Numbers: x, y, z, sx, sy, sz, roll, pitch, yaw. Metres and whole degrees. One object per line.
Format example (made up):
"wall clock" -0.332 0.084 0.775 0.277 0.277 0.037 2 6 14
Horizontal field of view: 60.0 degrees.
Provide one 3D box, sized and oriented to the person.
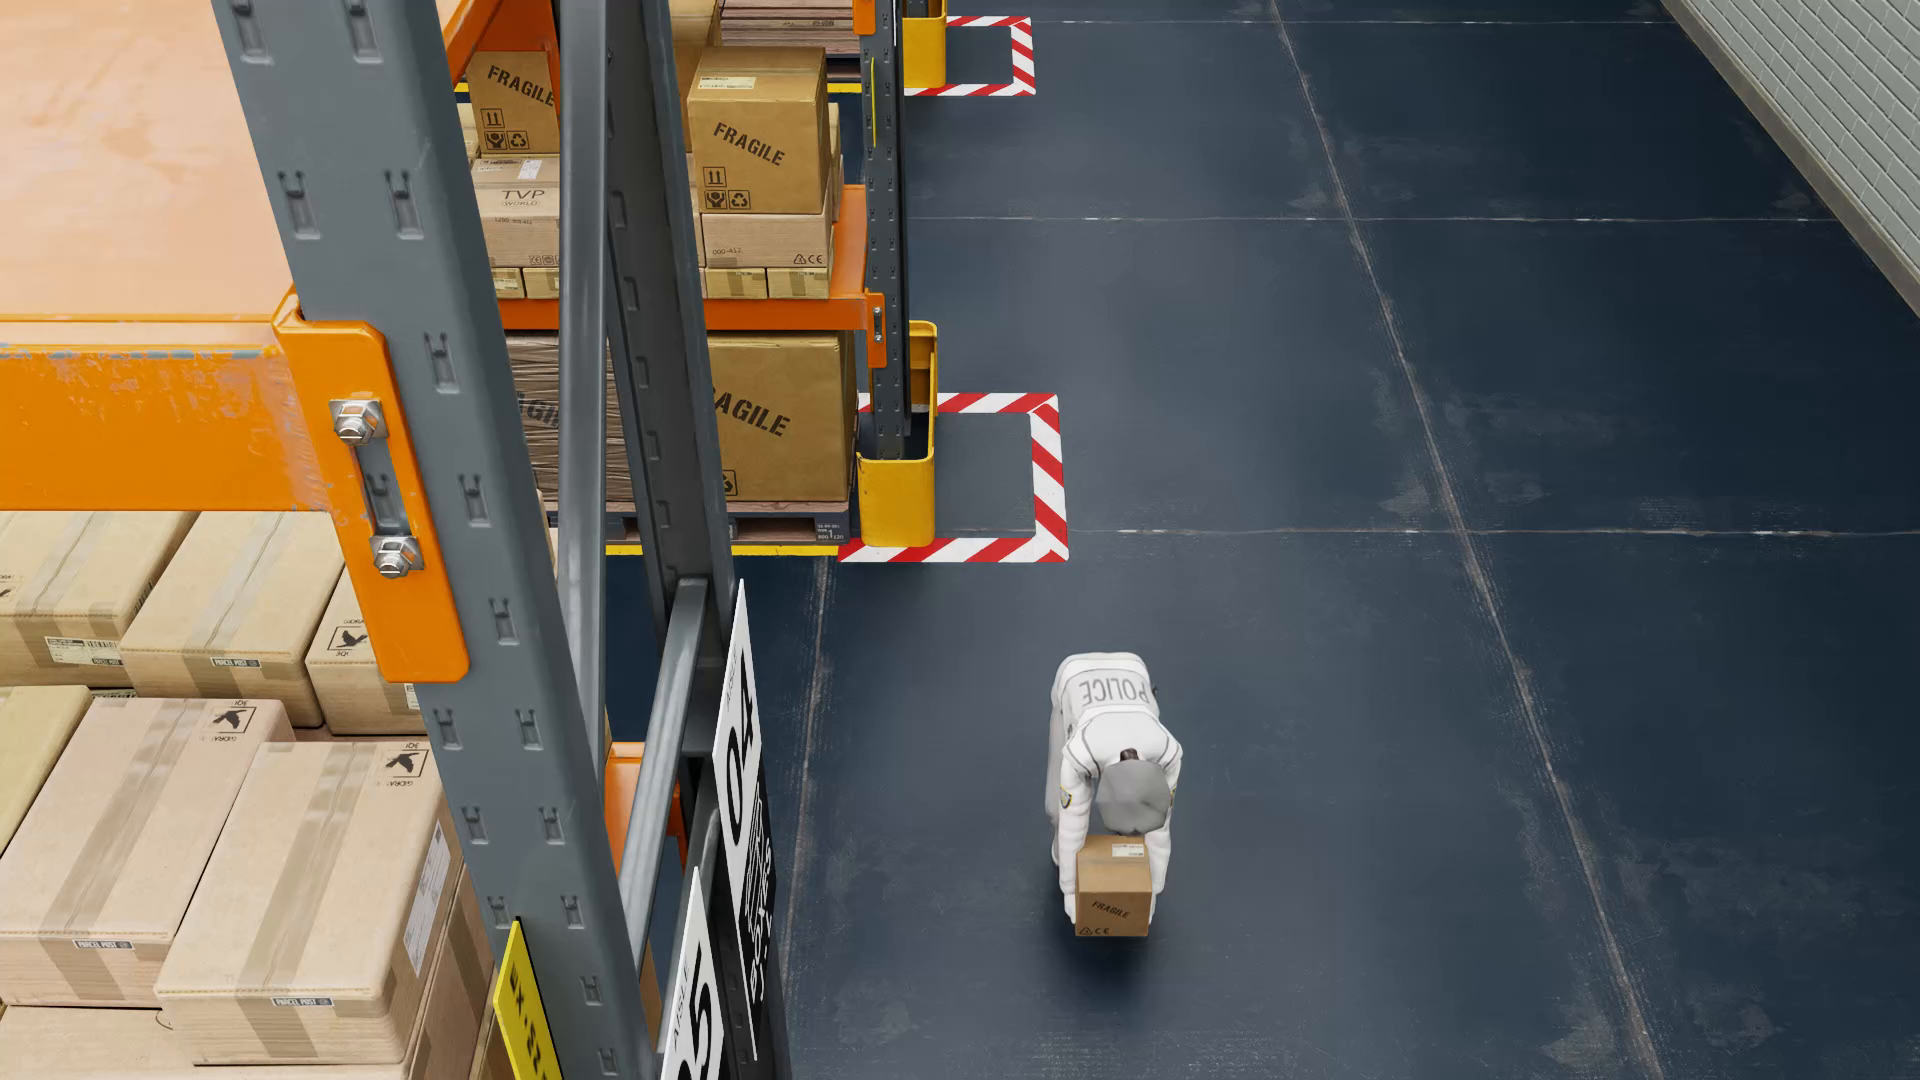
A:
"person" 0.544 0.906 5.949 0.466 0.998 0.919 -2 40 -2
